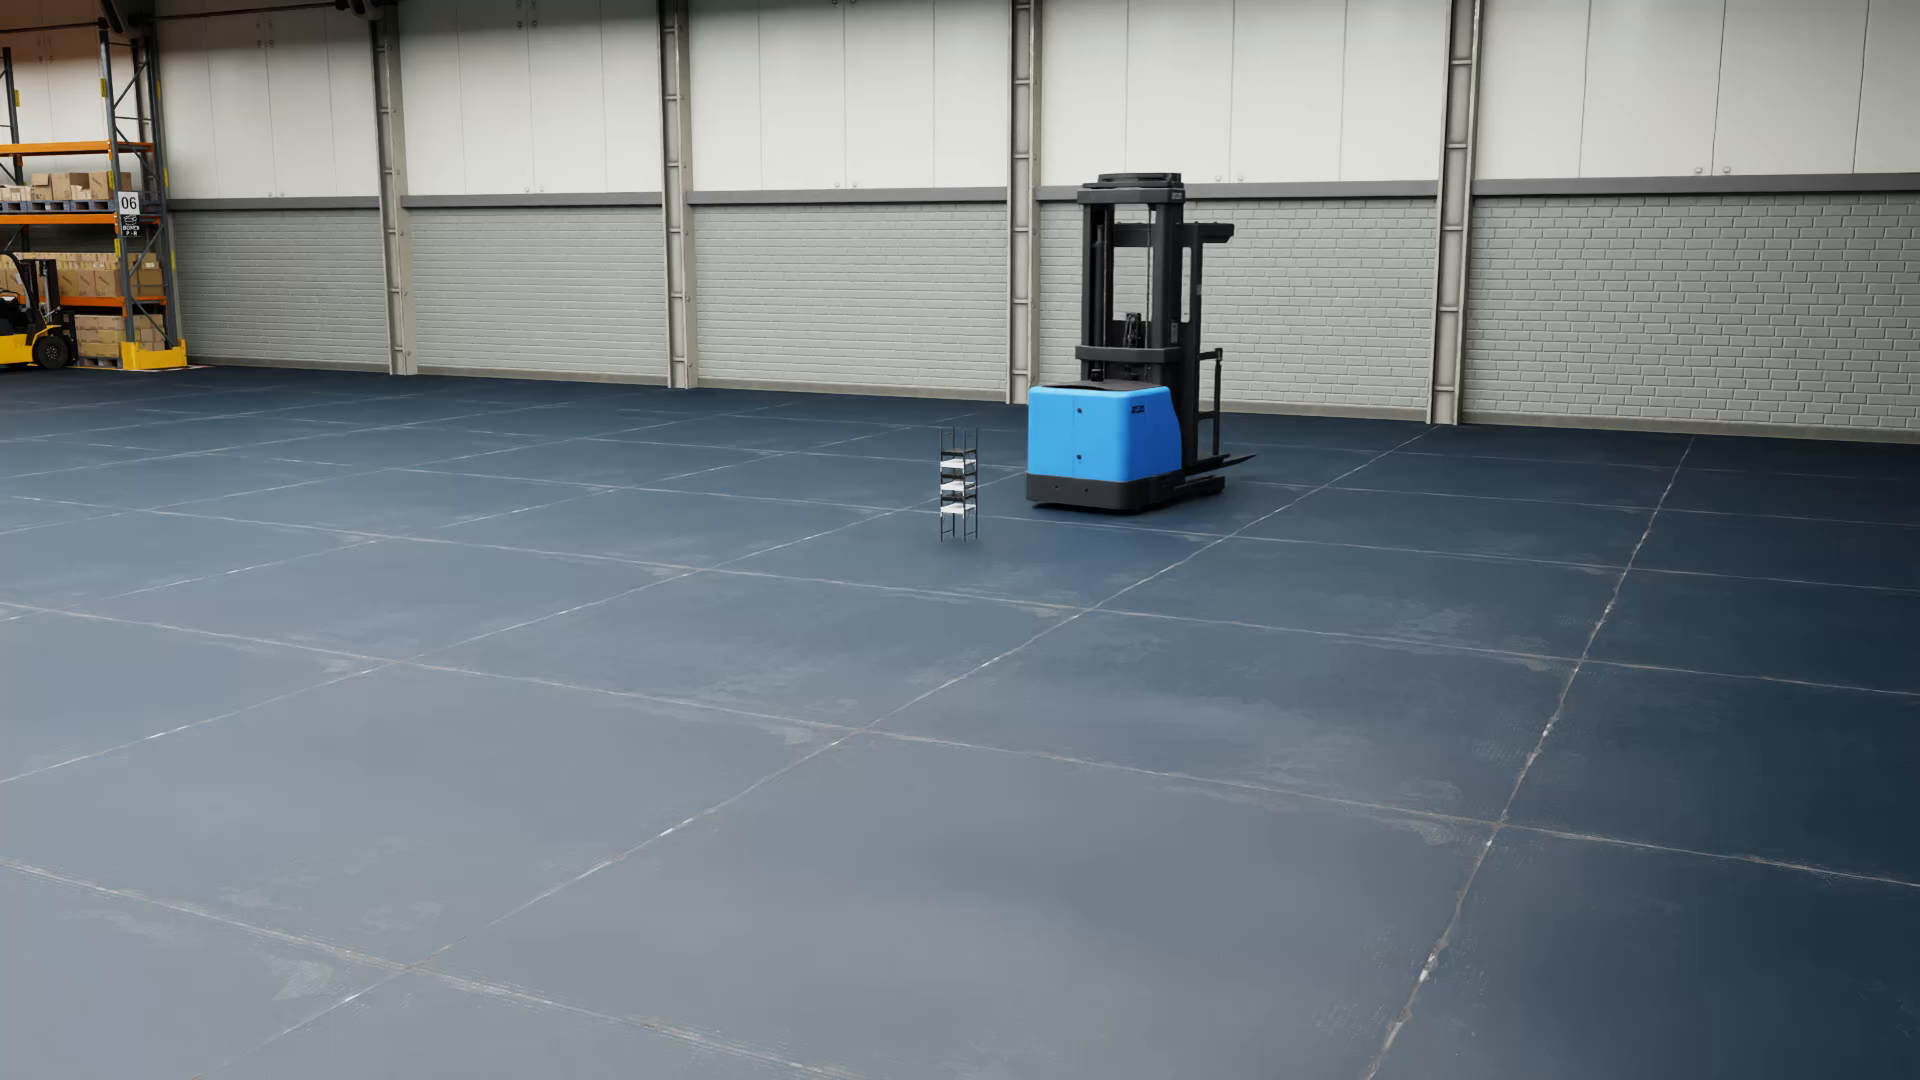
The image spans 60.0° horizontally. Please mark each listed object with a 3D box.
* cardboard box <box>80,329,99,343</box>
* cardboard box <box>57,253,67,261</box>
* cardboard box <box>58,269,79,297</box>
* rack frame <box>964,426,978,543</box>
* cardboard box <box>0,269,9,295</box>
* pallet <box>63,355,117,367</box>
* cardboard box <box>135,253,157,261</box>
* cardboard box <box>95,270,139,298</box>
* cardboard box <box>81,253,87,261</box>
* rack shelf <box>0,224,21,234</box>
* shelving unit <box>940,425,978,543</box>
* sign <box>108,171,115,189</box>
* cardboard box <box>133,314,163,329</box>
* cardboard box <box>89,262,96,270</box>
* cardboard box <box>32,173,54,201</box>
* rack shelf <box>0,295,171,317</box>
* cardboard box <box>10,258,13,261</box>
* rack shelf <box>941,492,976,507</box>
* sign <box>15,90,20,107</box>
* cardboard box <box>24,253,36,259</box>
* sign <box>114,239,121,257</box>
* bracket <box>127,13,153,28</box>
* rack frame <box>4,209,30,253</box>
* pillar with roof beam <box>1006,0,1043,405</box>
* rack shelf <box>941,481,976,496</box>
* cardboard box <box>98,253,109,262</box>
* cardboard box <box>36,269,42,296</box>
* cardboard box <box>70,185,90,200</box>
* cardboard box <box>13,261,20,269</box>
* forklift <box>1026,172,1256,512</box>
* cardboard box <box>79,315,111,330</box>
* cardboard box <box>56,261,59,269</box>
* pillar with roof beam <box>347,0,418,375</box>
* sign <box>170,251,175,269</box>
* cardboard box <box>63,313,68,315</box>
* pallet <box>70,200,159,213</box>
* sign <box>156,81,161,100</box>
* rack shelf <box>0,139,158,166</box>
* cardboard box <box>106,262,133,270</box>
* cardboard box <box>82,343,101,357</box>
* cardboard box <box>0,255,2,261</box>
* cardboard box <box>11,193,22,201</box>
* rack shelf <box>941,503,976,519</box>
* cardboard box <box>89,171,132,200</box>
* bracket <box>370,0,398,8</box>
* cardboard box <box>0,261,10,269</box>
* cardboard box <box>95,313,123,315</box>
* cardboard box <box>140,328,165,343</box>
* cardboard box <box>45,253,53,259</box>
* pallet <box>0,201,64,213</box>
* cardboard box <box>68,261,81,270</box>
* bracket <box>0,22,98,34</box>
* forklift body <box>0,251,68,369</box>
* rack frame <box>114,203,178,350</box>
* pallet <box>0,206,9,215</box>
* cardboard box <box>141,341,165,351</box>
[{"bbox_3d":[-16.023,-3.818,31.043,0.500,0.250,0.500,5,11,25],"label":"cardboard box"},{"bbox_3d":[-16.607,-5.283,31.060,0.250,0.149,0.380,5,12,27],"label":"cardboard box"},{"bbox_3d":[-16.482,-4.818,31.147,0.500,0.500,0.500,5,11,25],"label":"cardboard box"},{"bbox_3d":[0.084,-0.435,13.109,0.006,0.900,0.240,5,11,26],"label":"rack frame"},{"bbox_3d":[-18.308,-4.977,32.025,0.500,0.500,0.500,5,11,24],"label":"cardboard box"},{"bbox_3d":[-16.798,-3.467,31.793,1.213,0.211,1.003,5,11,26],"label":"pallet"},{"bbox_3d":[-15.210,-5.264,30.958,0.250,0.149,0.380,5,11,25],"label":"cardboard box"},{"bbox_3d":[-15.561,-4.735,30.690,0.500,0.500,0.500,5,11,25],"label":"cardboard box"},{"bbox_3d":[-16.090,-5.261,30.937,0.250,0.149,0.380,5,11,26],"label":"cardboard box"},{"bbox_3d":[-20.384,-6.284,33.125,4.000,0.370,1.077,5,11,26],"label":"rack shelf"},{"bbox_3d":[-0.007,-0.443,13.154,0.210,0.900,0.258,5,11,26],"label":"shelving unit"},{"bbox_3d":[-15.256,-6.476,29.904,0.005,0.325,0.100,5,11,26],"label":"sign"},{"bbox_3d":[-15.351,-4.103,31.211,0.500,0.250,0.500,5,11,25],"label":"cardboard box"},{"bbox_3d":[-15.886,-5.086,30.805,0.250,0.149,0.380,5,12,27],"label":"cardboard box"},{"bbox_3d":[-16.890,-6.617,31.194,0.637,0.503,0.797,5,12,28],"label":"cardboard box"},{"bbox_3d":[-16.797,-4.493,31.651,4.000,0.370,1.077,5,11,26],"label":"rack shelf"},{"bbox_3d":[-17.929,-5.422,31.827,0.250,0.149,0.380,5,11,25],"label":"cardboard box"},{"bbox_3d":[-0.007,-0.322,13.176,0.200,0.077,0.258,5,11,26],"label":"rack shelf"},{"bbox_3d":[-18.323,-8.581,32.305,0.005,0.325,0.100,5,11,26],"label":"sign"},{"bbox_3d":[-17.499,-5.369,31.535,0.250,0.149,0.380,5,11,25],"label":"cardboard box"},{"bbox_3d":[-15.256,-5.290,30.119,0.005,0.325,0.100,5,11,26],"label":"sign"},{"bbox_3d":[-15.014,-9.522,30.466,0.430,0.232,0.235,5,11,26],"label":"bracket"},{"bbox_3d":[-18.591,-5.004,32.458,0.127,3.000,1.000,5,11,26],"label":"rack frame"},{"bbox_3d":[-0.992,-5.734,19.644,0.400,9.000,9.100,5,11,26],"label":"pillar with roof beam"},{"bbox_3d":[-0.007,-0.411,13.160,0.200,0.077,0.258,5,11,26],"label":"rack shelf"},{"bbox_3d":[-15.653,-5.213,30.673,0.250,0.149,0.380,5,11,26],"label":"cardboard box"},{"bbox_3d":[-17.379,-4.899,31.594,0.500,0.500,0.500,5,11,25],"label":"cardboard box"},{"bbox_3d":[-16.109,-6.392,30.618,0.258,0.266,0.396,5,11,26],"label":"cardboard box"},{"bbox_3d":[-17.754,-5.238,31.647,0.250,0.149,0.380,5,12,27],"label":"cardboard box"},{"bbox_3d":[1.845,-1.898,15.488,1.130,2.935,3.031,7,12,34],"label":"forklift"},{"bbox_3d":[-16.015,-4.060,30.977,0.500,0.250,0.500,5,12,27],"label":"cardboard box"},{"bbox_3d":[-16.784,-5.171,31.278,0.250,0.149,0.380,5,11,25],"label":"cardboard box"},{"bbox_3d":[-11.753,-6.680,24.869,0.548,9.000,9.100,5,11,26],"label":"pillar with roof beam"},{"bbox_3d":[-14.753,-5.242,31.119,0.005,0.325,0.100,5,11,26],"label":"sign"},{"bbox_3d":[-16.923,-4.140,31.415,0.500,0.250,0.500,5,11,25],"label":"cardboard box"},{"bbox_3d":[-15.626,-6.181,30.788,1.213,0.211,1.003,5,11,26],"label":"pallet"},{"bbox_3d":[-14.752,-8.267,30.572,0.005,0.325,0.100,5,11,26],"label":"sign"},{"bbox_3d":[-16.797,-7.248,31.152,4.000,0.370,1.077,5,11,26],"label":"rack shelf"},{"bbox_3d":[-15.439,-5.040,30.553,0.250,0.149,0.380,5,11,27],"label":"cardboard box"},{"bbox_3d":[-16.007,-3.570,31.074,0.500,0.250,0.500,5,11,26],"label":"cardboard box"},{"bbox_3d":[-18.436,-5.447,31.964,0.250,0.149,0.380,5,12,27],"label":"cardboard box"},{"bbox_3d":[-17.633,-6.468,31.369,0.250,0.149,0.380,5,12,28],"label":"cardboard box"},{"bbox_3d":[-0.007,-0.234,13.192,0.200,0.077,0.258,5,11,26],"label":"rack shelf"},{"bbox_3d":[-15.508,-6.466,30.372,0.500,0.500,0.500,5,12,28],"label":"cardboard box"},{"bbox_3d":[-9.633,-9.049,27.853,0.430,0.232,0.235,5,11,26],"label":"bracket"},{"bbox_3d":[-18.188,-5.285,31.909,0.250,0.149,0.380,5,12,27],"label":"cardboard box"},{"bbox_3d":[-16.244,-4.183,31.652,0.500,0.250,0.500,5,11,25],"label":"cardboard box"},{"bbox_3d":[-15.333,-3.859,31.267,0.500,0.250,0.500,5,12,27],"label":"cardboard box"},{"bbox_3d":[-17.014,-5.341,31.380,0.250,0.149,0.380,5,11,26],"label":"cardboard box"},{"bbox_3d":[-17.814,-6.374,31.850,1.213,0.211,1.003,5,11,26],"label":"pallet"},{"bbox_3d":[-16.364,-5.120,30.998,0.250,0.149,0.380,5,11,24],"label":"cardboard box"},{"bbox_3d":[-18.069,-9.790,31.949,4.783,0.066,0.076,5,11,26],"label":"bracket"},{"bbox_3d":[-17.511,-4.129,30.007,1.214,2.155,2.313,5,11,26],"label":"forklift body"},{"bbox_3d":[-15.004,-4.689,30.716,0.127,3.000,1.000,5,11,26],"label":"rack frame"},{"bbox_3d":[-19.387,-6.454,32.580,1.217,0.209,0.805,5,11,24],"label":"pallet"},{"bbox_3d":[-15.358,-3.613,31.310,0.500,0.250,0.500,5,11,26],"label":"cardboard box"}]
